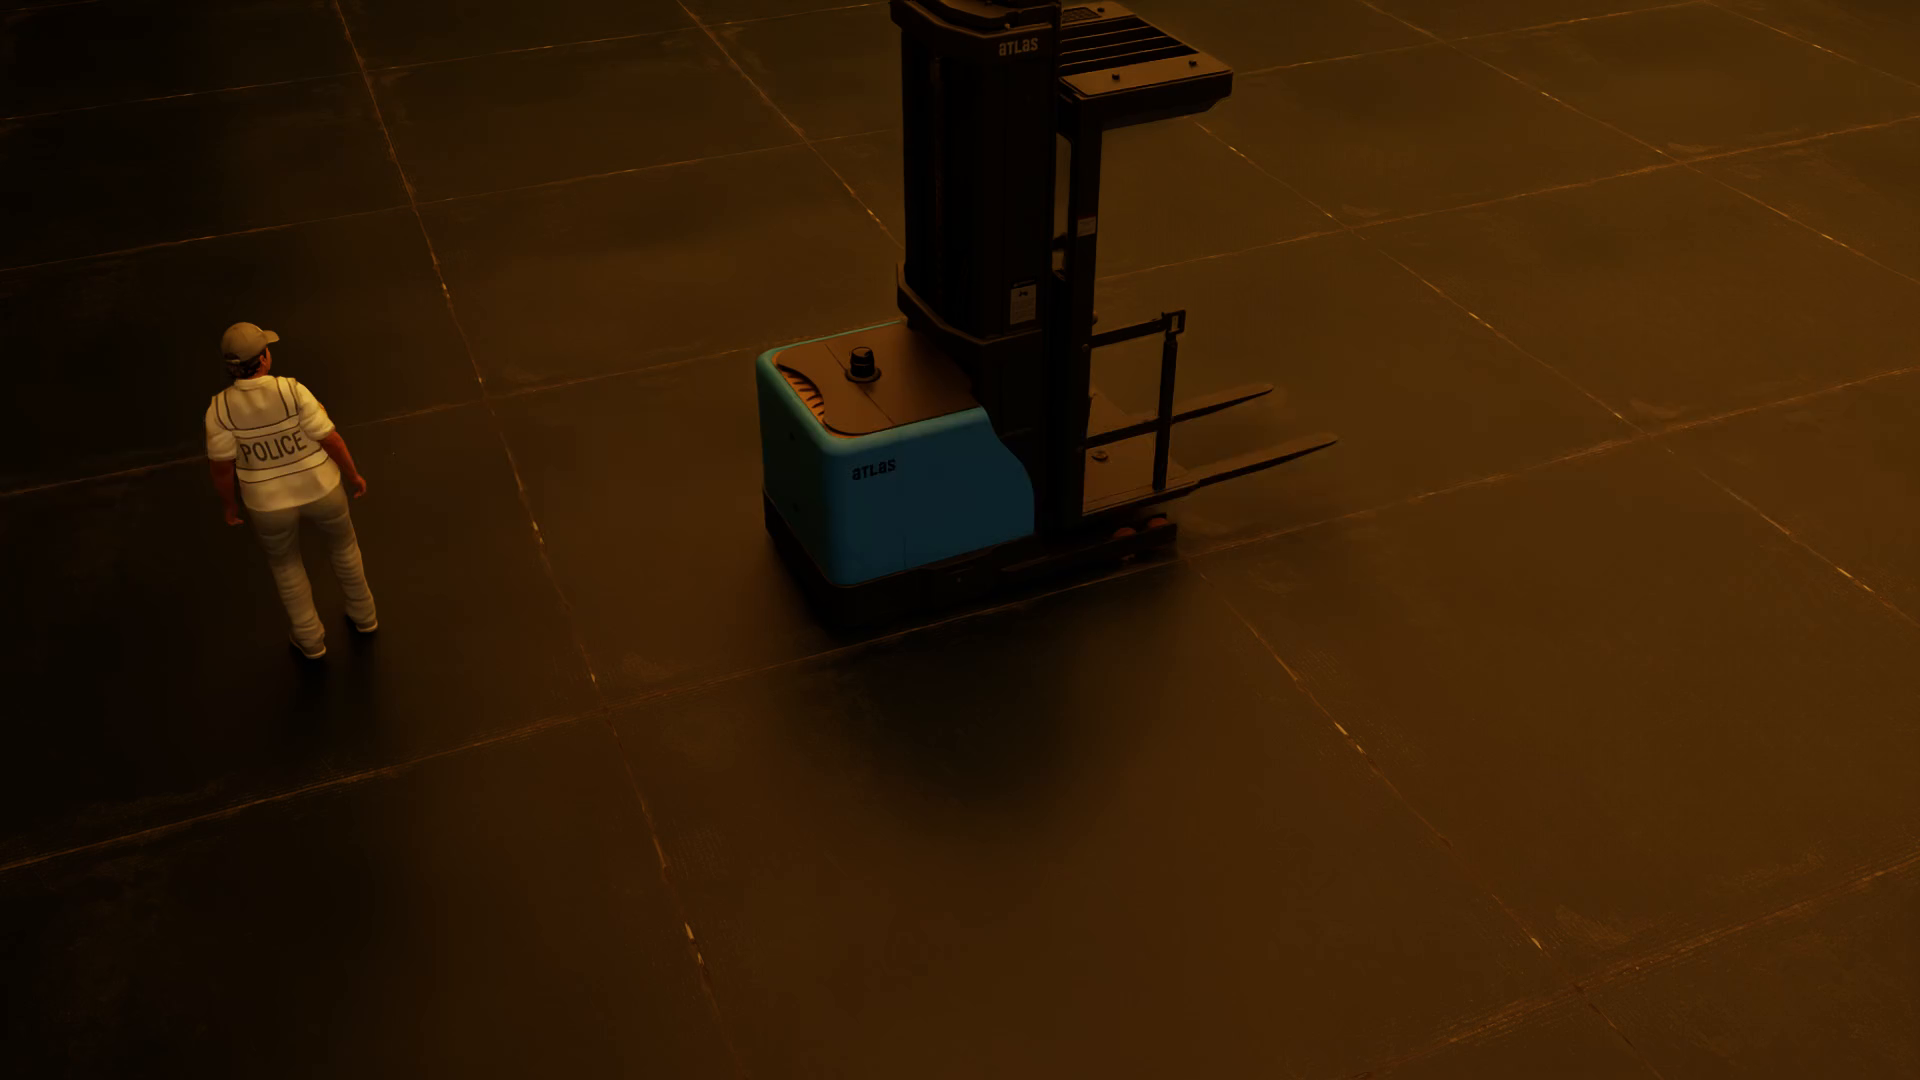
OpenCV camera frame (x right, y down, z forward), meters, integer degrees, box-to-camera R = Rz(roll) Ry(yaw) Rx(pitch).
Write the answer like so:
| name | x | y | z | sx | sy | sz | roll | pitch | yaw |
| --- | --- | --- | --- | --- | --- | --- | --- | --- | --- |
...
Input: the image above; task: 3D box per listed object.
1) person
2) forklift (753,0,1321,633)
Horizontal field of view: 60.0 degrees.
| name | x | y | z | sx | sy | sz | roll | pitch | yaw |
| --- | --- | --- | --- | --- | --- | --- | --- | --- | --- |
| person | -2.984 | -0.223 | 7.442 | 0.579 | 1.665 | 0.415 | -15 | 38 | -21 |
| forklift | 0.521 | -1.381 | 8.041 | 3.031 | 2.935 | 1.130 | -19 | 40 | -25 |
